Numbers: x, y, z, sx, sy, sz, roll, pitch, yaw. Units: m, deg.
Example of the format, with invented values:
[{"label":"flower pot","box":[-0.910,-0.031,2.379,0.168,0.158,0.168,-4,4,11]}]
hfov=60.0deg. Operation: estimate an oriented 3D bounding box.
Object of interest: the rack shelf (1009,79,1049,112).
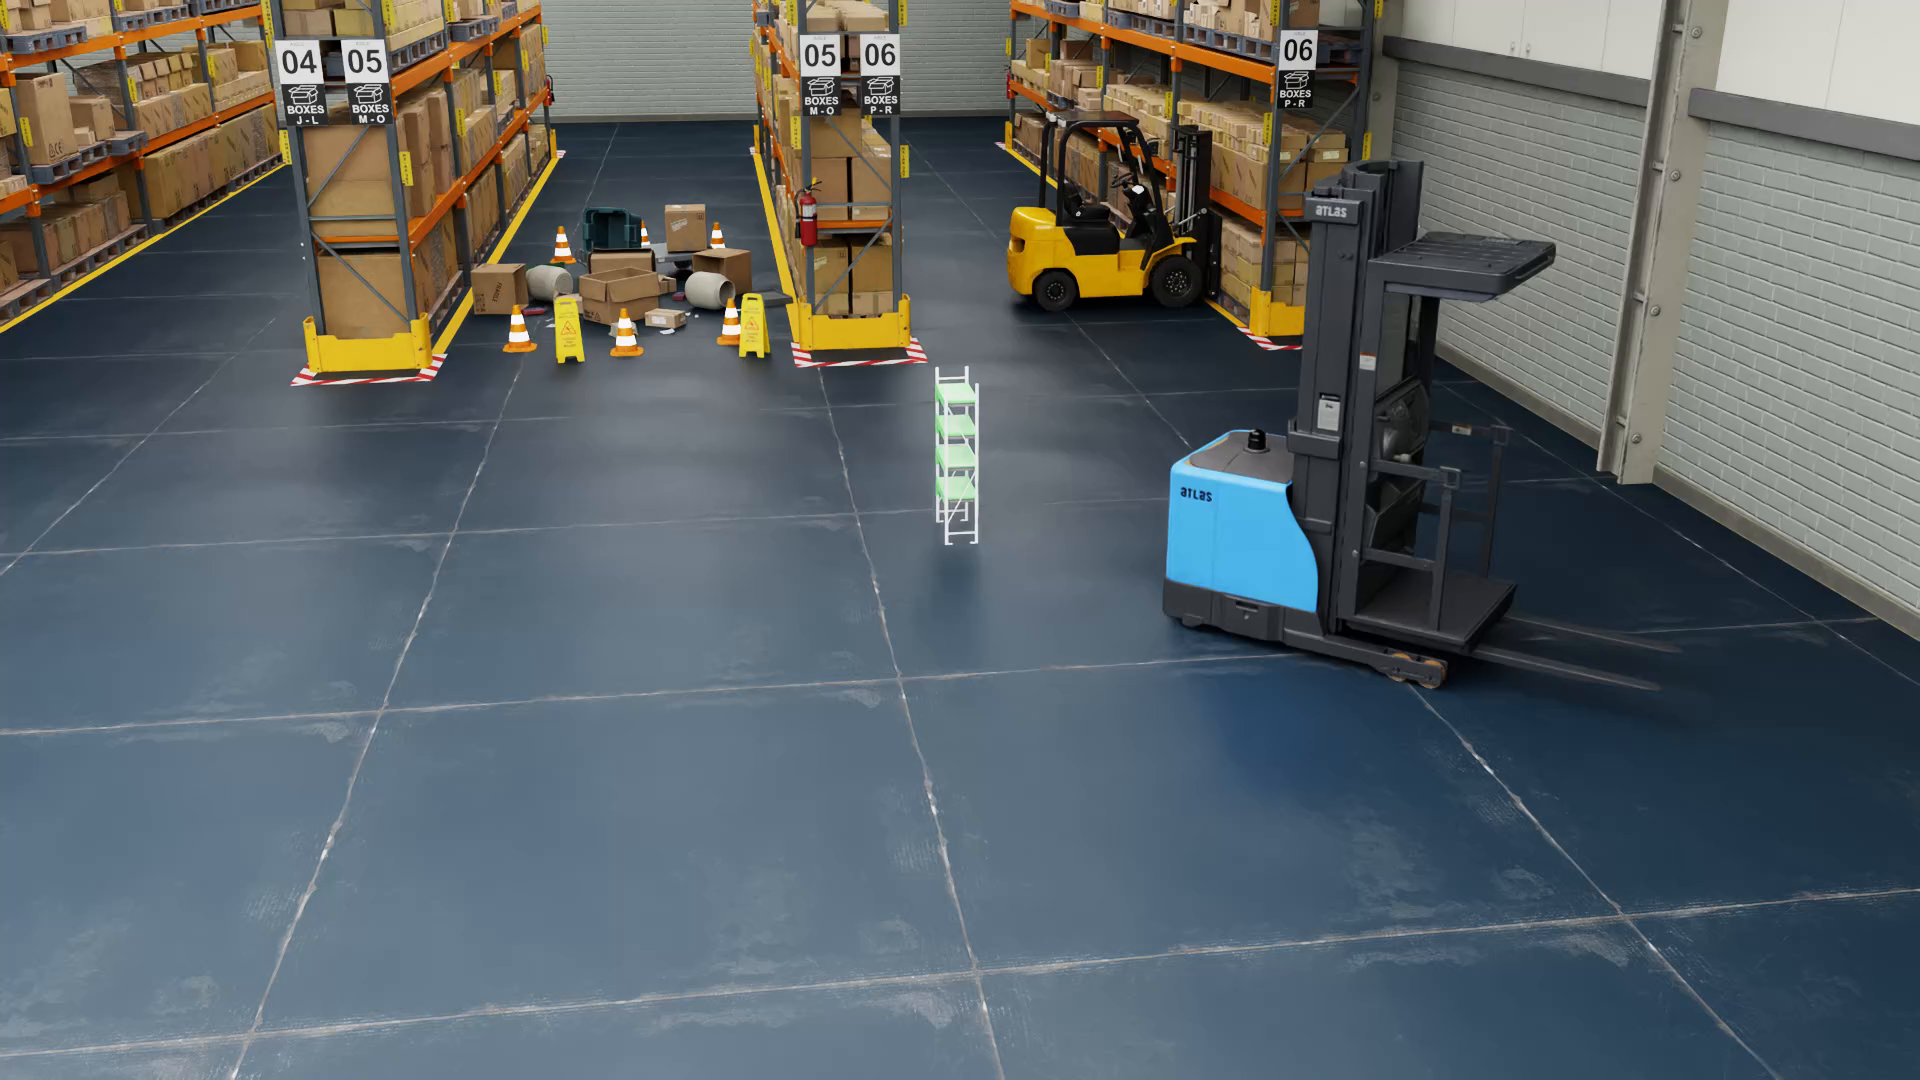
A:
[{"label":"rack shelf","box":[1.777,-8.232,30.996,1.077,0.370,4.000,-3,21,-8]}]

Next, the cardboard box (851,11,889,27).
[{"label":"cardboard box","box":[-0.956,-5.531,17.670,0.380,0.149,0.250,-3,21,-8]}]

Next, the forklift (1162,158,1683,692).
[{"label":"forklift","box":[2.827,-0.703,9.910,3.031,2.935,1.130,13,24,30]}]

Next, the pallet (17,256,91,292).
[{"label":"pallet","box":[-11.613,-3.318,20.798,1.003,0.211,1.213,-3,21,-8]}]

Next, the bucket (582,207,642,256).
[{"label":"bucket","box":[-4.276,-3.818,20.657,0.726,0.611,0.620,4,11,11]}]

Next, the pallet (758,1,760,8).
[{"label":"pallet","box":[-2.954,-9.272,28.593,1.003,0.211,1.213,-3,21,-8]}]

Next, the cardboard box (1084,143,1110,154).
[{"label":"cardboard box","box":[2.226,-6.345,26.963,0.380,0.149,0.250,-3,21,-9]}]

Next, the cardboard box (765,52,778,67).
[{"label":"cardboard box","box":[-2.816,-7.446,26.292,0.500,0.500,0.500,-3,21,-9]}]

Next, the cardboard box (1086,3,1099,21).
[{"label":"cardboard box","box":[2.254,-8.166,25.719,0.500,0.250,0.500,-3,21,-8]}]

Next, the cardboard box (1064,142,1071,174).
[{"label":"cardboard box","box":[1.998,-6.539,28.409,0.500,0.500,0.500,-3,21,-8]}]

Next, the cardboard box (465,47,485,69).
[{"label":"cardboard box","box":[-8.066,-8.143,27.735,0.500,0.500,0.500,-4,21,-10]}]

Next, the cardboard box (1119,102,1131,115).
[{"label":"cardboard box","box":[2.592,-6.134,23.851,0.500,0.250,0.500,-3,21,-9]}]

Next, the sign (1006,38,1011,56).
[{"label":"sign","box":[0.951,-9.639,32.500,0.100,0.325,0.005,-3,21,-8]}]

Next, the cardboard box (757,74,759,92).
[{"label":"cardboard box","box":[-3.482,-8.525,30.611,0.500,0.500,0.500,-3,21,-8]}]

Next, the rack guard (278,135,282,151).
[{"label":"rack guard","box":[-13.233,-7.347,31.172,1.175,0.500,0.348,-3,21,-8]}]

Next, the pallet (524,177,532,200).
[{"label":"pallet","box":[-7.616,-5.764,27.347,1.003,0.211,1.213,-3,21,-8]}]

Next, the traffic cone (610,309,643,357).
[{"label":"traffic cone","box":[-3.504,-2.191,17.422,0.336,0.463,0.334,-3,21,-8]}]

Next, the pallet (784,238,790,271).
[{"label":"pallet","box":[-1.807,-3.818,22.136,1.003,0.211,1.213,-3,21,-8]}]

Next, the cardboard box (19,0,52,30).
[{"label":"cardboard box","box":[-11.606,-6.499,20.295,0.797,0.503,0.637,-2,21,-6]}]

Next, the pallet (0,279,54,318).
[{"label":"pallet","box":[-11.368,-2.818,19.459,1.003,0.211,1.213,-3,21,-8]}]

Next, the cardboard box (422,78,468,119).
[{"label":"cardboard box","box":[-6.874,-5.785,21.845,0.700,0.500,0.500,-3,21,-8]}]

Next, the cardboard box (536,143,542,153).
[{"label":"cardboard box","box":[-7.698,-7.015,29.760,0.380,0.149,0.250,-3,21,-7]}]

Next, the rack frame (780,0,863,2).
[{"label":"rack frame","box":[-1.693,-7.665,19.877,1.000,3.000,0.127,-3,21,-8]}]

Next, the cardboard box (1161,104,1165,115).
[{"label":"cardboard box","box":[2.911,-5.740,22.227,0.380,0.149,0.250,-3,21,-8]}]

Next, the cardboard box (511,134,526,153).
[{"label":"cardboard box","box":[-7.373,-6.472,27.157,0.500,0.250,0.500,-3,21,-9]}]

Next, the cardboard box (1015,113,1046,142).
[{"label":"cardboard box","box":[1.483,-8.072,32.508,0.797,0.503,0.637,-4,21,-10]}]

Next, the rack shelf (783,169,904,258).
[{"label":"rack shelf","box":[-1.405,-3.825,19.199,1.077,0.370,4.000,-3,21,-8]}]

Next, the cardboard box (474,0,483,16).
[{"label":"cardboard box","box":[-6.706,-7.215,22.344,0.500,0.311,0.500,-3,21,-8]}]

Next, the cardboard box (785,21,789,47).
[{"label":"cardboard box","box":[-1.683,-5.636,18.521,0.500,0.250,0.500,-3,21,-7]}]

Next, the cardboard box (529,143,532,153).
[{"label":"cardboard box","box":[-7.556,-6.708,28.513,0.380,0.149,0.250,-2,21,-5]}]

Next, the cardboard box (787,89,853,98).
[{"label":"cardboard box","box":[-1.582,-4.817,18.829,0.700,0.500,0.500,-3,21,-8]}]

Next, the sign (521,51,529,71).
[{"label":"sign","box":[-7.181,-7.911,27.456,0.100,0.325,0.005,-3,21,-8]}]

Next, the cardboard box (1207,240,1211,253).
[{"label":"cardboard box","box":[3.190,-3.542,20.028,0.500,0.250,0.500,-3,21,-8]}]

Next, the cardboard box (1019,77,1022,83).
[{"label":"cardboard box","box":[1.347,-8.930,32.197,0.380,0.149,0.250,-2,21,-6]}]

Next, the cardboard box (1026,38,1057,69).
[{"label":"cardboard box","box":[1.504,-8.991,30.720,0.500,0.500,0.500,-2,21,-6]}]

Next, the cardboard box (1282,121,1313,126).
[{"label":"cardboard box","box":[3.818,-4.698,19.012,0.380,0.149,0.250,-2,21,-6]}]

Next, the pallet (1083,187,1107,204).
[{"label":"pallet","box":[2.571,-5.445,26.494,1.003,0.211,1.213,-3,21,-8]}]

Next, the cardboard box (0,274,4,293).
[{"label":"cardboard box","box":[-11.392,-3.042,19.046,0.500,0.500,0.500,4,21,9]}]

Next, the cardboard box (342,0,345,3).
[{"label":"cardboard box","box":[-6.568,-5.629,17.190,0.380,0.149,0.250,-3,21,-9]}]

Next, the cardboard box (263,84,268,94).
[{"label":"cardboard box","box":[-12.813,-8.195,30.230,0.380,0.149,0.250,-3,21,-7]}]

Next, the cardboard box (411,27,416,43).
[{"label":"cardboard box","box":[-5.914,-5.288,17.416,0.380,0.149,0.250,-3,21,-8]}]

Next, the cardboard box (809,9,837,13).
[{"label":"cardboard box","box":[-1.537,-5.679,18.066,0.380,0.149,0.250,-4,21,-9]}]

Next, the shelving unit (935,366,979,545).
[{"label":"shelving unit","box":[-0.024,-0.619,12.160,0.258,1.200,0.503,-3,21,-8]}]

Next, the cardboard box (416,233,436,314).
[{"label":"cardboard box","box":[-6.292,-2.922,18.190,0.875,0.875,0.875,-3,21,-9]}]

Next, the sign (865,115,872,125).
[{"label":"sign","box":[-1.157,-5.290,20.856,0.100,0.325,0.005,-3,21,-8]}]

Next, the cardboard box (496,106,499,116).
[{"label":"cardboard box","box":[-7.096,-6.385,24.784,0.380,0.149,0.250,-2,21,-5]}]

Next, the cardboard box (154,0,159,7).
[{"label":"cardboard box","box":[-12.584,-8.300,25.393,0.500,0.311,0.500,-4,21,-10]}]

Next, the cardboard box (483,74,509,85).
[{"label":"cardboard box","box":[-7.366,-7.295,26.369,0.380,0.149,0.250,-3,21,-8]}]

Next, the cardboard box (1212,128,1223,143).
[{"label":"cardboard box","box":[3.207,-4.797,19.702,0.380,0.149,0.250,-3,21,-9]}]

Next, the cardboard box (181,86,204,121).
[{"label":"cardboard box","box":[-12.251,-6.852,26.131,0.500,0.500,0.500,-2,21,-6]}]

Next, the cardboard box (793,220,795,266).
[{"label":"cardboard box","box":[-1.713,-3.532,19.644,0.500,0.500,0.500,-2,21,-5]}]

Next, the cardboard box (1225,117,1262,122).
[{"label":"cardboard box","box":[3.308,-4.856,19.434,0.380,0.149,0.250,-3,21,-7]}]

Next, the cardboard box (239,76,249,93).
[{"label":"cardboard box","box":[-12.672,-7.892,28.849,0.500,0.250,0.500,-3,21,-8]}]

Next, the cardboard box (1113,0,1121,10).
[{"label":"cardboard box","box":[2.505,-7.924,23.971,0.500,0.500,0.500,-3,21,-7]}]

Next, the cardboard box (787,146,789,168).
[{"label":"cardboard box","box":[-1.810,-4.702,19.949,0.500,0.500,0.500,-3,21,-8]}]

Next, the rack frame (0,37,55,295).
[{"label":"rack frame","box":[-11.500,-4.355,19.589,1.000,3.000,0.127,-3,21,-8]}]
